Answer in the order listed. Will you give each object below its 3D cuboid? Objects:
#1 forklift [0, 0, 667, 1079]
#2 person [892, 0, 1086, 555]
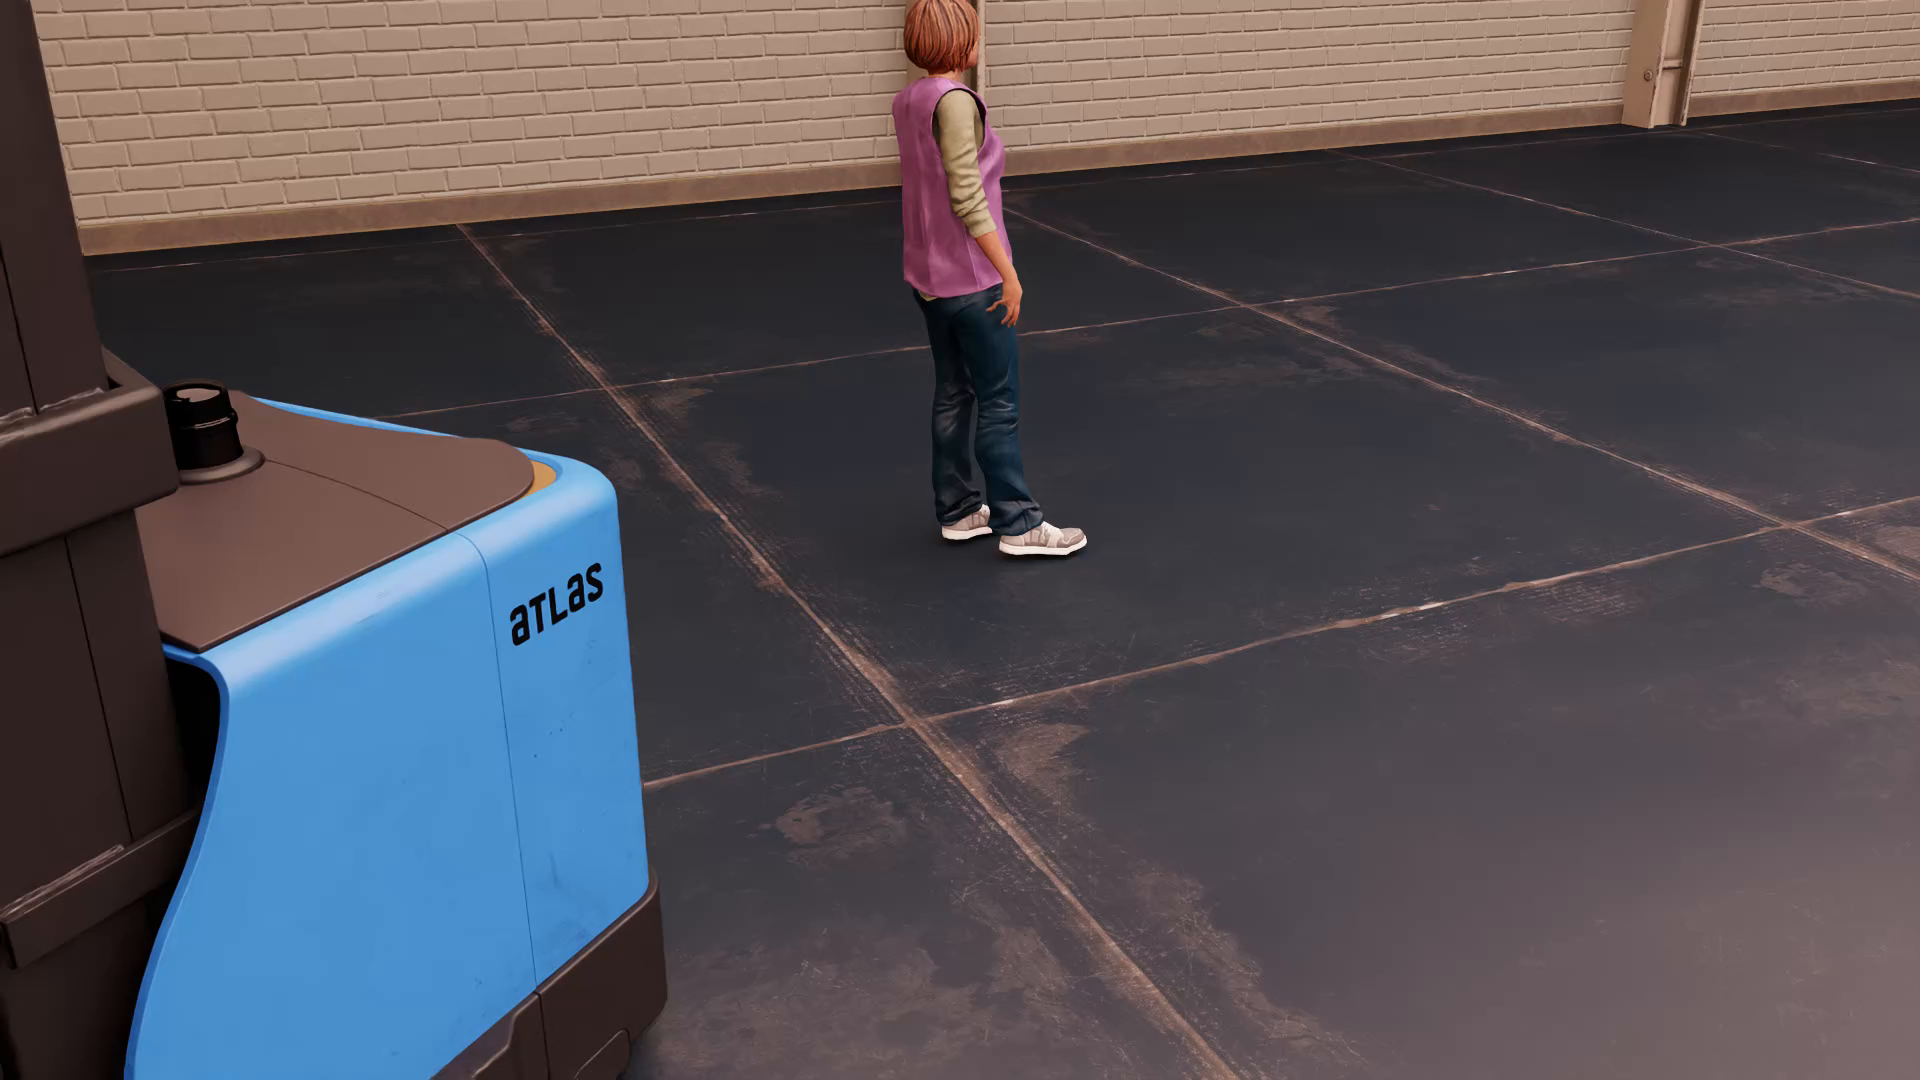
[{"bbox_3d":[-1.637,-0.060,1.432,1.130,2.935,3.031,11,25,25],"label":"forklift"},{"bbox_3d":[0.073,-0.751,4.816,0.473,1.599,0.521,-10,25,-23],"label":"person"}]
